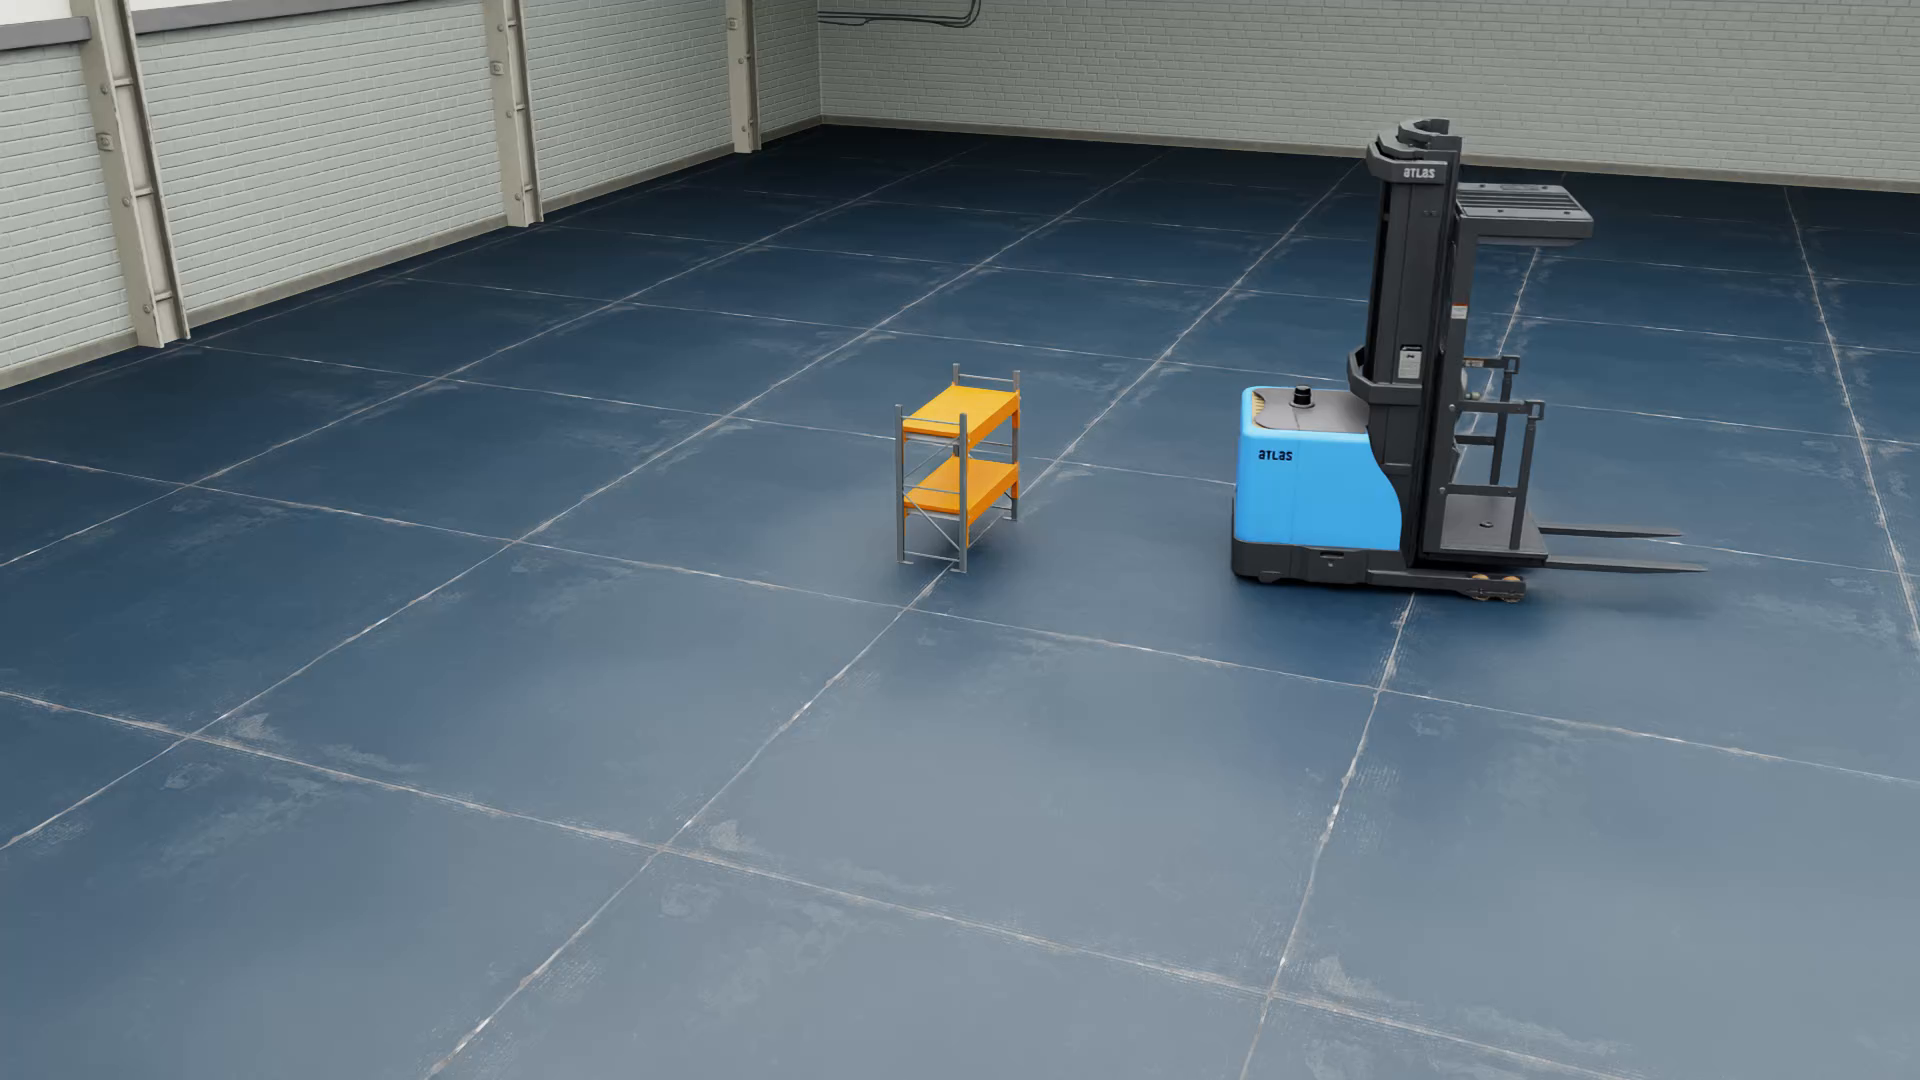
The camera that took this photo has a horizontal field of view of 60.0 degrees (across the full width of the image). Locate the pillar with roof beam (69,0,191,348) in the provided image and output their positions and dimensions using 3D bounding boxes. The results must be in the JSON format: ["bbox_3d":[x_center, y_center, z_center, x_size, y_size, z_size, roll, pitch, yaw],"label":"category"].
[{"bbox_3d":[-3.882,-5.503,13.250,9.100,9.000,0.400,9,24,20],"label":"pillar with roof beam"}]

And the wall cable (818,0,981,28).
[{"bbox_3d":[-1.100,-9.846,27.675,3.097,2.526,0.112,9,24,20],"label":"wall cable"}]

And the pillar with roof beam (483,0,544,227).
[{"bbox_3d":[-1.654,-7.650,18.390,9.100,9.000,0.400,9,24,20],"label":"pillar with roof beam"}]

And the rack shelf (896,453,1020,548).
[{"bbox_3d":[-0.003,-0.291,11.622,0.538,0.278,1.000,9,24,20],"label":"rack shelf"}]

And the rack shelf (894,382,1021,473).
[{"bbox_3d":[-0.003,-0.787,11.415,0.538,0.278,1.000,9,24,20],"label":"rack shelf"}]

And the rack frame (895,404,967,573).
[{"bbox_3d":[-0.191,-0.335,11.092,0.500,1.125,0.032,9,24,20],"label":"rack frame"}]

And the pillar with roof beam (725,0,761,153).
[{"bbox_3d":[0.575,-9.797,23.530,9.100,9.000,0.400,9,24,20],"label":"pillar with roof beam"}]

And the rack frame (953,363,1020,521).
[{"bbox_3d":[0.186,-0.699,11.963,0.500,1.125,0.032,9,24,20],"label":"rack frame"}]

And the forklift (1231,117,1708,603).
[{"bbox_3d":[3.371,-1.167,10.741,3.031,2.935,1.130,3,23,8],"label":"forklift"}]

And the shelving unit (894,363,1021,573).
[{"bbox_3d":[-0.003,-0.517,11.527,0.538,1.125,1.048,9,24,20],"label":"shelving unit"}]
